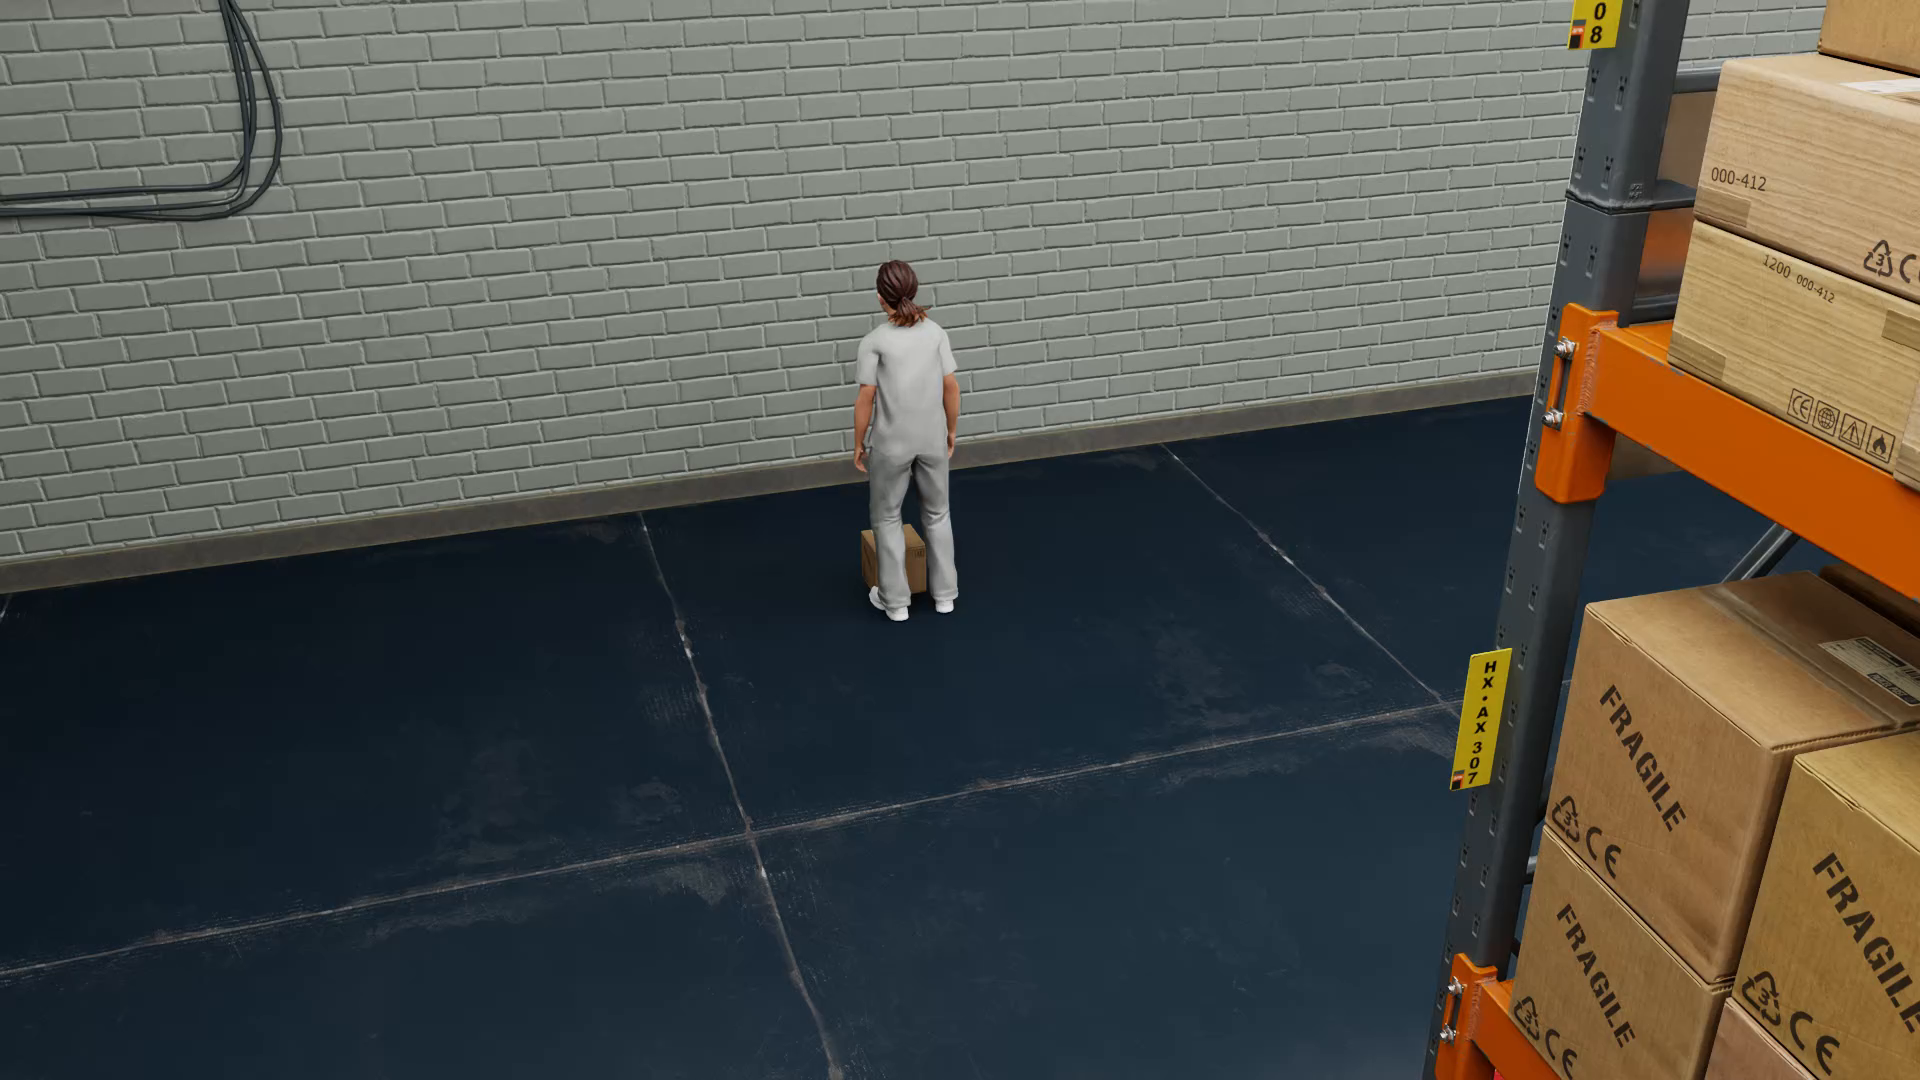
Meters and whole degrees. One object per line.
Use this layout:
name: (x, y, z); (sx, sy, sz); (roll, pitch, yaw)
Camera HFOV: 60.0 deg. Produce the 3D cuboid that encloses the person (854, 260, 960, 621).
person: (-0.236, -0.431, 7.483); (0.502, 1.672, 0.351); (-9, 28, -17)
